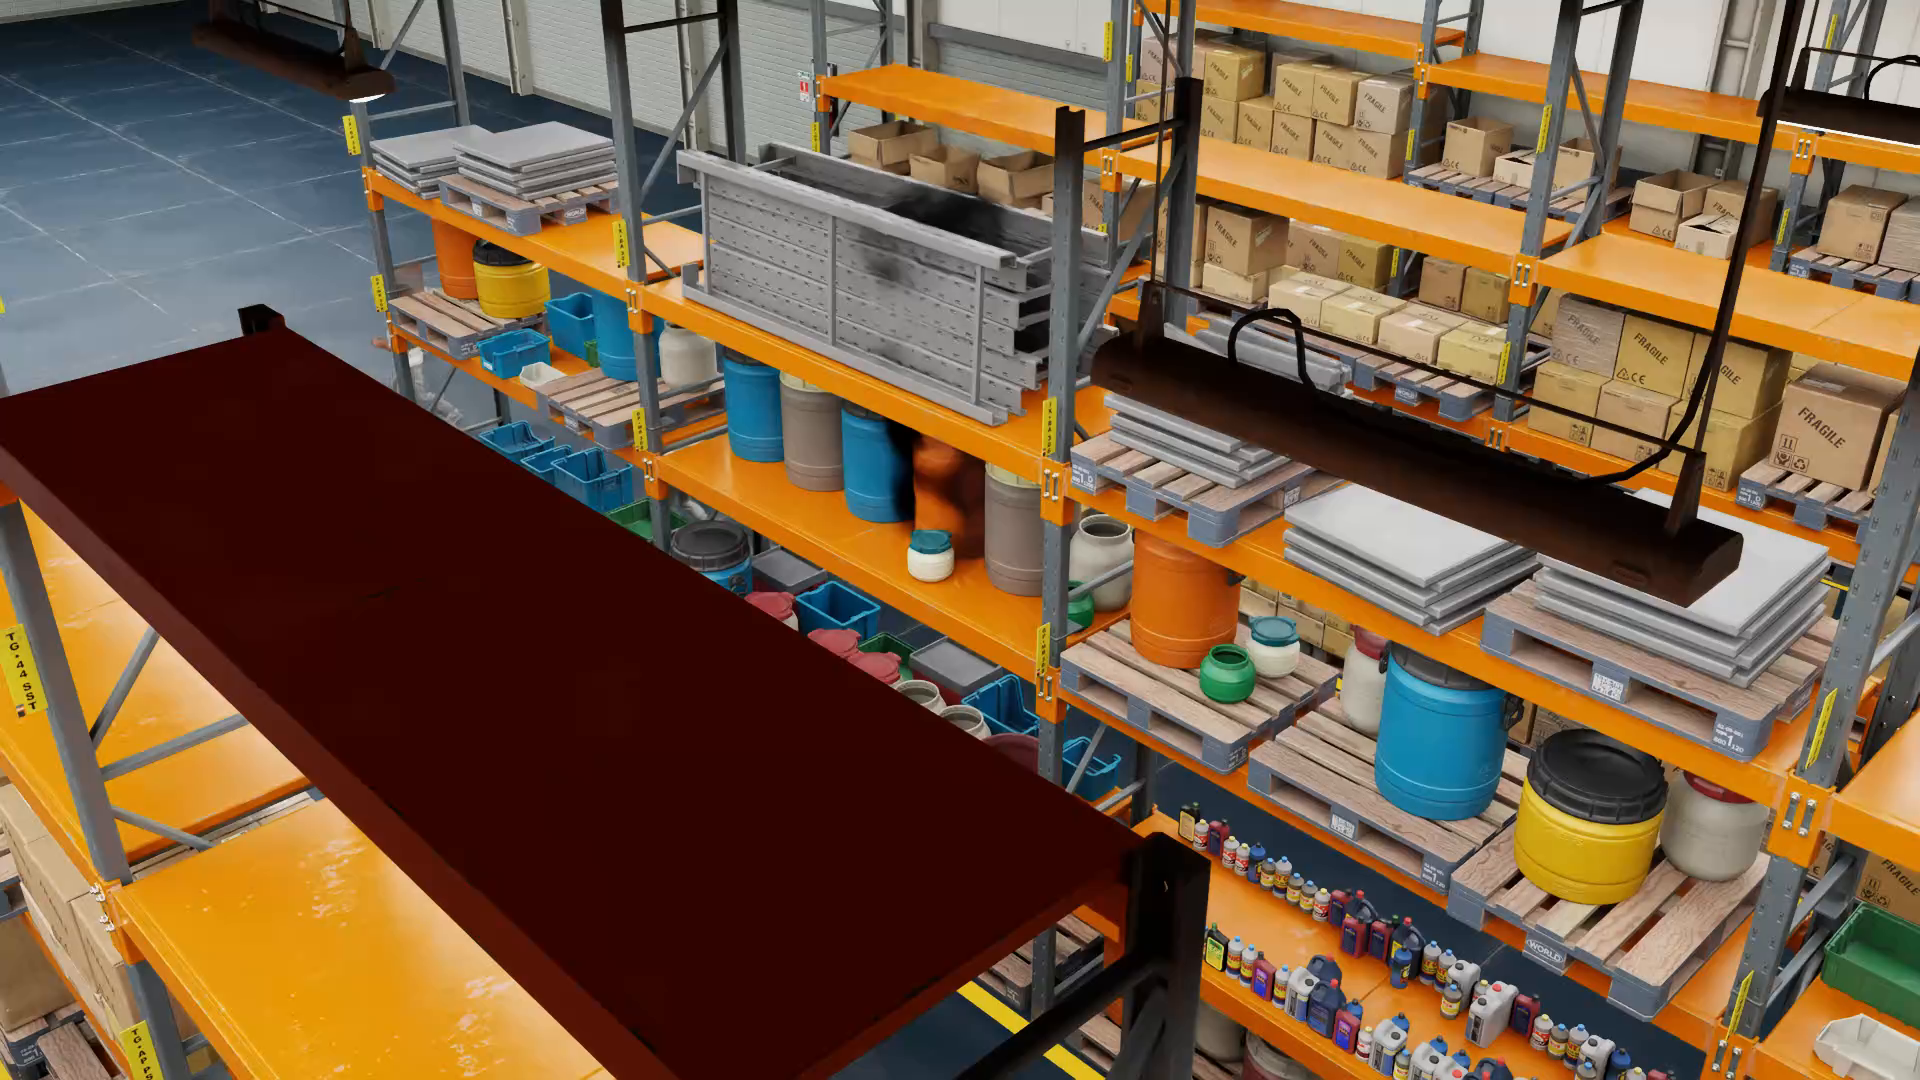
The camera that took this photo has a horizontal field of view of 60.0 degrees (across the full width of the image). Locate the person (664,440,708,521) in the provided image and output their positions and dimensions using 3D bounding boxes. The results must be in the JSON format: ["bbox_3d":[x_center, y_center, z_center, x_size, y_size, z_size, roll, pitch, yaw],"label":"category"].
[{"bbox_3d":[-2.733,-0.636,16.289,0.737,1.696,0.644,19,33,31],"label":"person"}]

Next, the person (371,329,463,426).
[{"bbox_3d":[-6.182,-1.989,18.641,0.982,1.757,0.700,-8,29,-15],"label":"person"}]
